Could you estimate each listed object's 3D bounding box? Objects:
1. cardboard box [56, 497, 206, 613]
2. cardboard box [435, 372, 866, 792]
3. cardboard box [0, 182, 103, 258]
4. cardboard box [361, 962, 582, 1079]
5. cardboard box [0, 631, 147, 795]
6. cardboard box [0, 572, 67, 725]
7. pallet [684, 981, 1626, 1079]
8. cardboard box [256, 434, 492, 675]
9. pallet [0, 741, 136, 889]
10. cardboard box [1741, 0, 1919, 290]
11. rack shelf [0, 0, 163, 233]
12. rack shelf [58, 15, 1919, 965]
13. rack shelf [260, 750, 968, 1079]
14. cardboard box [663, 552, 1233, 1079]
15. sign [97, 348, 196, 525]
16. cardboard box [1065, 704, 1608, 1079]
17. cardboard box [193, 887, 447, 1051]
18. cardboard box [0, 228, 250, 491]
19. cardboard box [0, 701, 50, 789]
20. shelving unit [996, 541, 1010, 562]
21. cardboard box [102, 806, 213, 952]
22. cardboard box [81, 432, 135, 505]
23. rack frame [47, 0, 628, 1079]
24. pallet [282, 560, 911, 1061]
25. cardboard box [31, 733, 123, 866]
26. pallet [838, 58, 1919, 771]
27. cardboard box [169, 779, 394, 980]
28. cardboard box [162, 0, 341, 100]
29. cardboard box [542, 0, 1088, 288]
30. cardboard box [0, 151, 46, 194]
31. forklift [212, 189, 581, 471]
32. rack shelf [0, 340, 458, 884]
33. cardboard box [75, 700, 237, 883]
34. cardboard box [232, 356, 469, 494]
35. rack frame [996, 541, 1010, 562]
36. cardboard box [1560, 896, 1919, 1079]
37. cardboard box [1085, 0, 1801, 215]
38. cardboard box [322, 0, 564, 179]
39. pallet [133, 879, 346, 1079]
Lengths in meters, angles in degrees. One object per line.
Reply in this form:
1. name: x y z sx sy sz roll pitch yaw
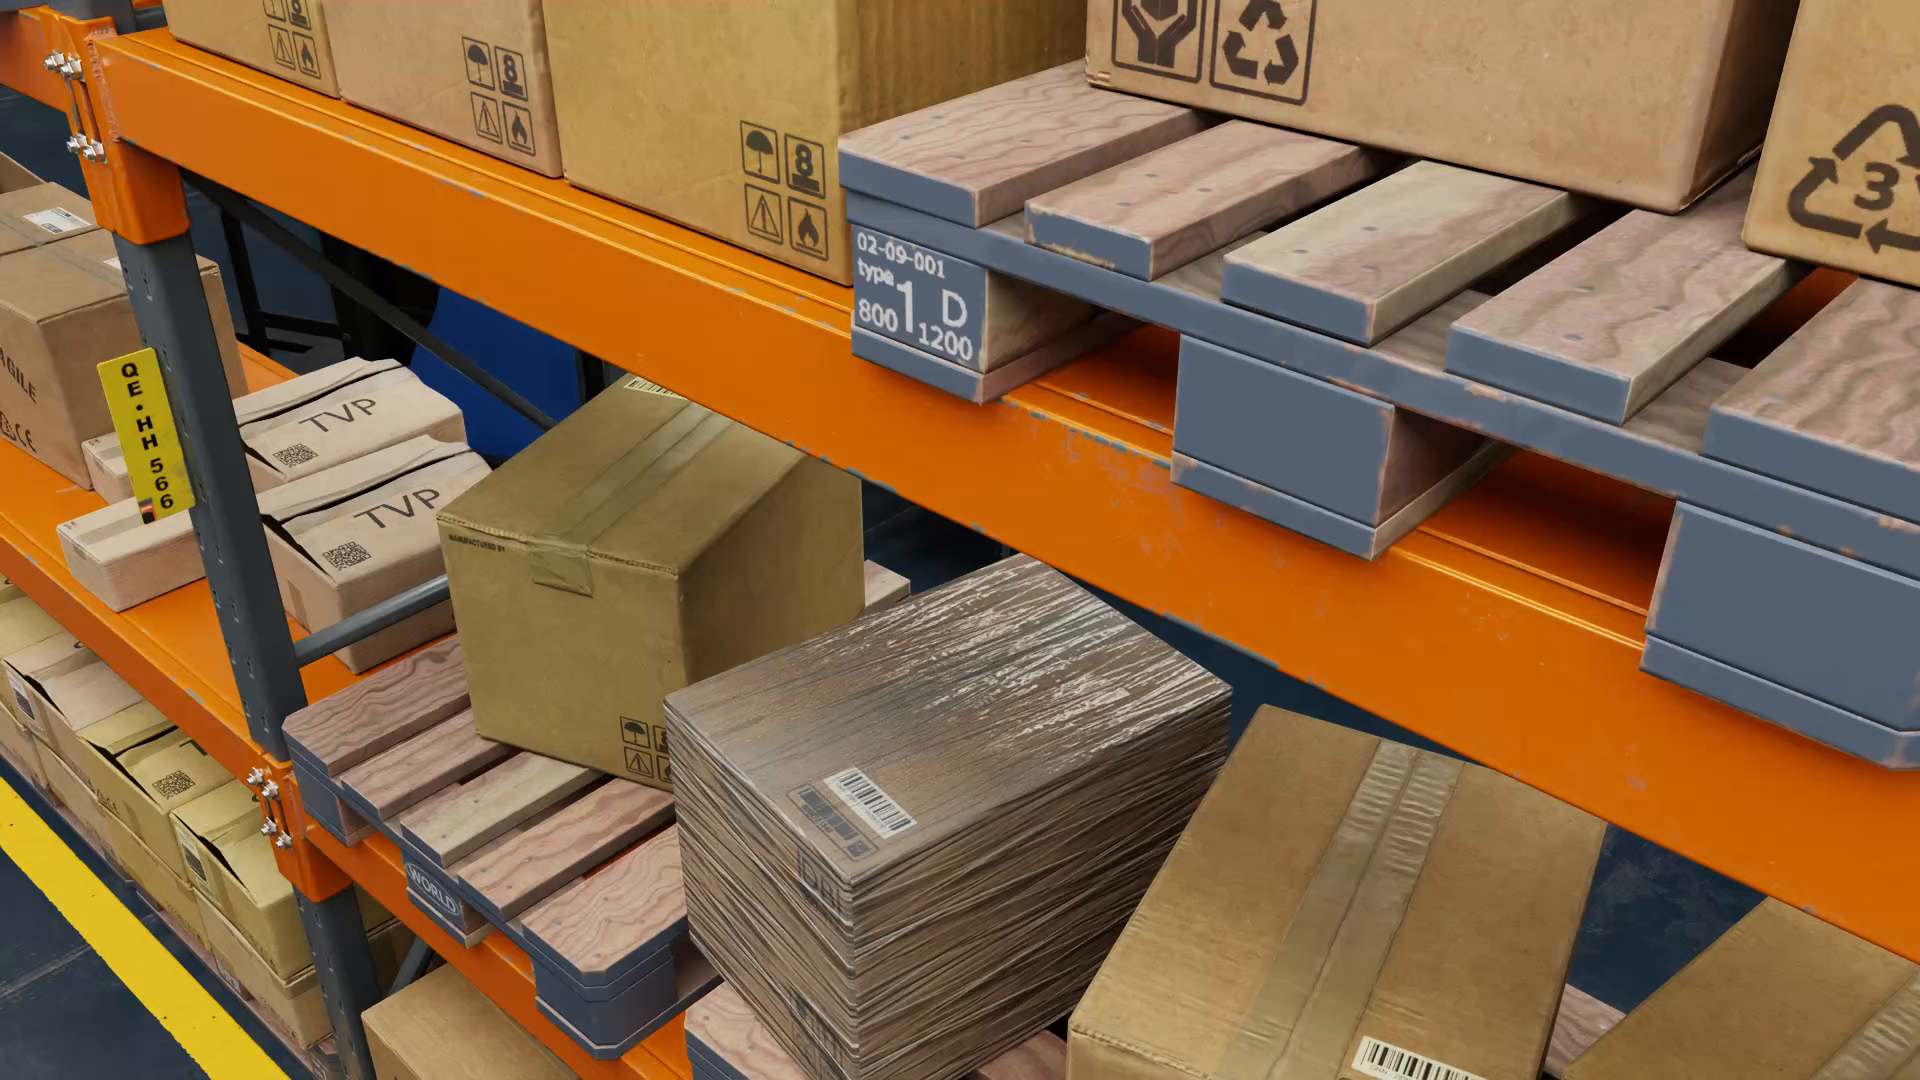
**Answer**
1. cardboard box: -1.960 -0.002 4.088 0.250 0.149 0.380 25 39 35
2. cardboard box: -0.566 0.048 3.257 0.500 0.500 0.700 12 33 19
3. cardboard box: -2.754 -0.703 4.913 0.500 0.500 0.500 25 39 35
4. cardboard box: -0.963 1.246 3.770 0.500 0.500 0.500 27 40 37
5. cardboard box: -2.424 0.414 4.869 0.500 0.311 0.500 25 39 35
6. cardboard box: -2.794 0.240 5.159 0.500 0.311 0.500 26 40 36
7. pallet: 0.337 0.850 2.616 1.213 0.211 1.003 25 39 35
8. cardboard box: -1.349 -0.008 3.941 0.500 0.311 0.500 -27 40 -37
9. pallet: -2.593 0.569 5.600 1.213 0.211 1.003 25 39 35
10. cardboard box: 1.023 -0.495 1.155 0.600 0.600 0.600 25 39 35
11. rack shelf: -2.591 -1.573 4.243 4.000 0.370 1.077 25 39 35
12. rack shelf: 0.375 -0.188 1.944 4.000 0.370 1.077 25 39 35
13. rack shelf: 0.375 1.097 2.717 4.000 0.370 1.077 25 39 35
14. cardboard box: -0.016 0.438 2.610 0.700 0.500 0.500 -21 37 -31
15. sign: -1.478 -0.186 3.028 0.005 0.325 0.100 25 39 35
16. cardboard box: 0.506 0.670 2.224 0.500 0.500 0.700 15 34 23
17. cardboard box: -1.662 1.006 4.430 0.500 0.250 0.500 26 40 36
18. cardboard box: -2.363 -0.521 4.610 0.500 0.500 0.500 23 38 33
19. cardboard box: -2.801 0.477 5.309 0.500 0.250 0.500 26 40 36
20. shelving unit: -0.063 -0.672 6.412 1.048 1.500 0.538 25 39 35
21. cardboard box: -2.047 0.829 4.724 0.500 0.250 0.500 25 39 35
22. cardboard box: -2.092 -0.216 4.444 0.380 0.149 0.250 -26 40 -36
23. rack frame: -1.108 0.096 3.682 0.127 3.000 1.000 25 39 35
24. pallet: -0.559 0.386 3.386 1.003 0.211 1.213 25 39 35
25. cardboard box: -2.417 0.653 5.015 0.500 0.250 0.500 26 40 36
26. pallet: 0.650 -0.334 1.671 1.003 0.211 1.213 25 39 35
27. cardboard box: -1.662 0.767 4.282 0.500 0.311 0.500 26 40 36
28. cardboard box: -0.762 -1.093 2.653 0.500 0.500 0.910 25 39 35
29. cardboard box: 0.001 -0.737 2.061 0.500 0.500 0.910 25 39 35
30. cardboard box: -3.125 -0.876 5.201 0.500 0.500 0.500 -26 40 -36
31. forklift: -2.477 -1.721 6.768 3.031 2.935 1.130 11 33 17
32. rack shelf: -2.591 -0.288 5.017 4.000 0.370 1.077 25 39 35
33. cardboard box: -2.052 0.590 4.577 0.500 0.311 0.500 24 39 34
34. cardboard box: -1.641 -0.249 4.342 0.500 0.311 0.500 25 39 35
35. rack frame: 0.314 -0.496 6.120 0.032 1.500 0.500 25 39 35
36. cardboard box: 1.104 0.795 2.017 0.700 0.500 0.500 -22 38 -32
37. cardboard box: 0.543 -0.733 1.550 0.600 0.600 0.600 23 38 33
38. cardboard box: -0.384 -0.917 2.359 0.500 0.500 0.910 25 39 35
39. pallet: -1.692 0.991 4.899 1.213 0.211 1.003 25 39 35
